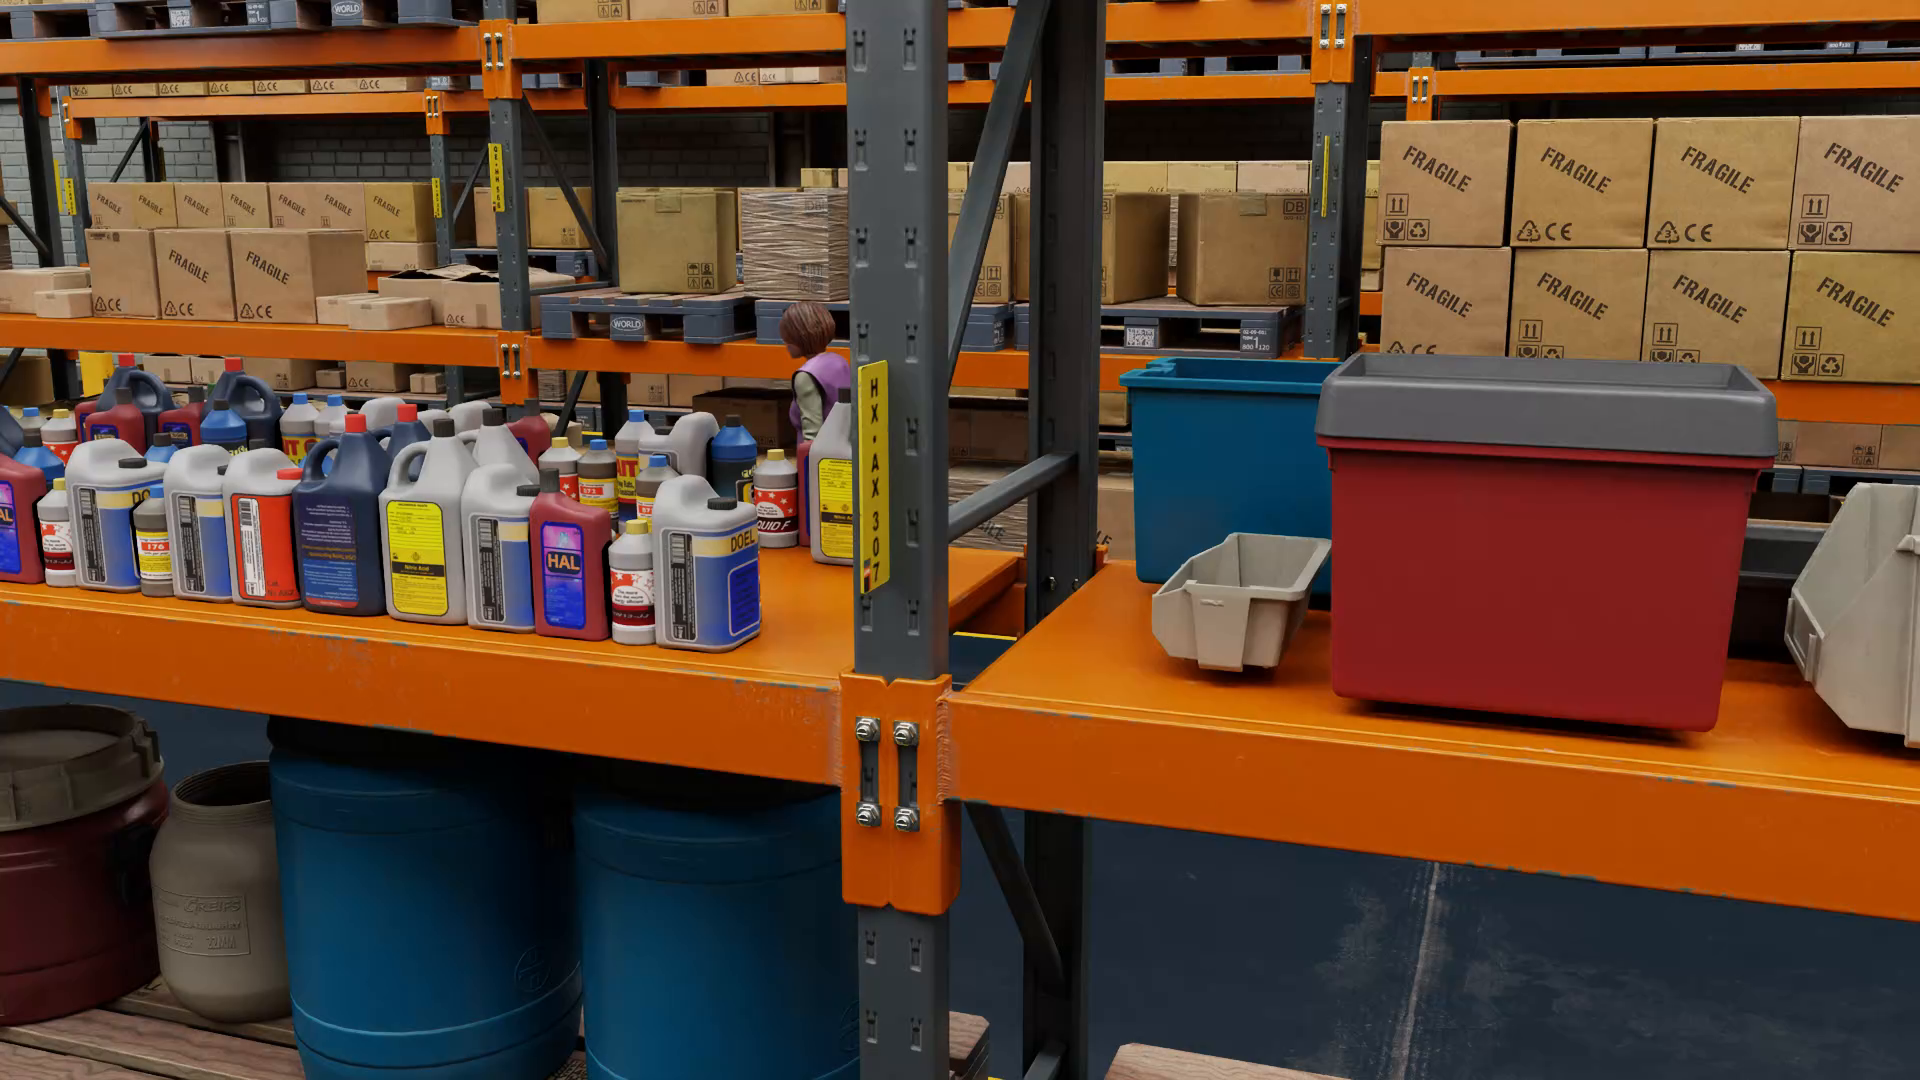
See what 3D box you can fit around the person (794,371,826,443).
[{"bbox_3d":[-0.557,-0.057,6.830,0.321,1.351,0.461,4,13,19],"label":"person"}]
